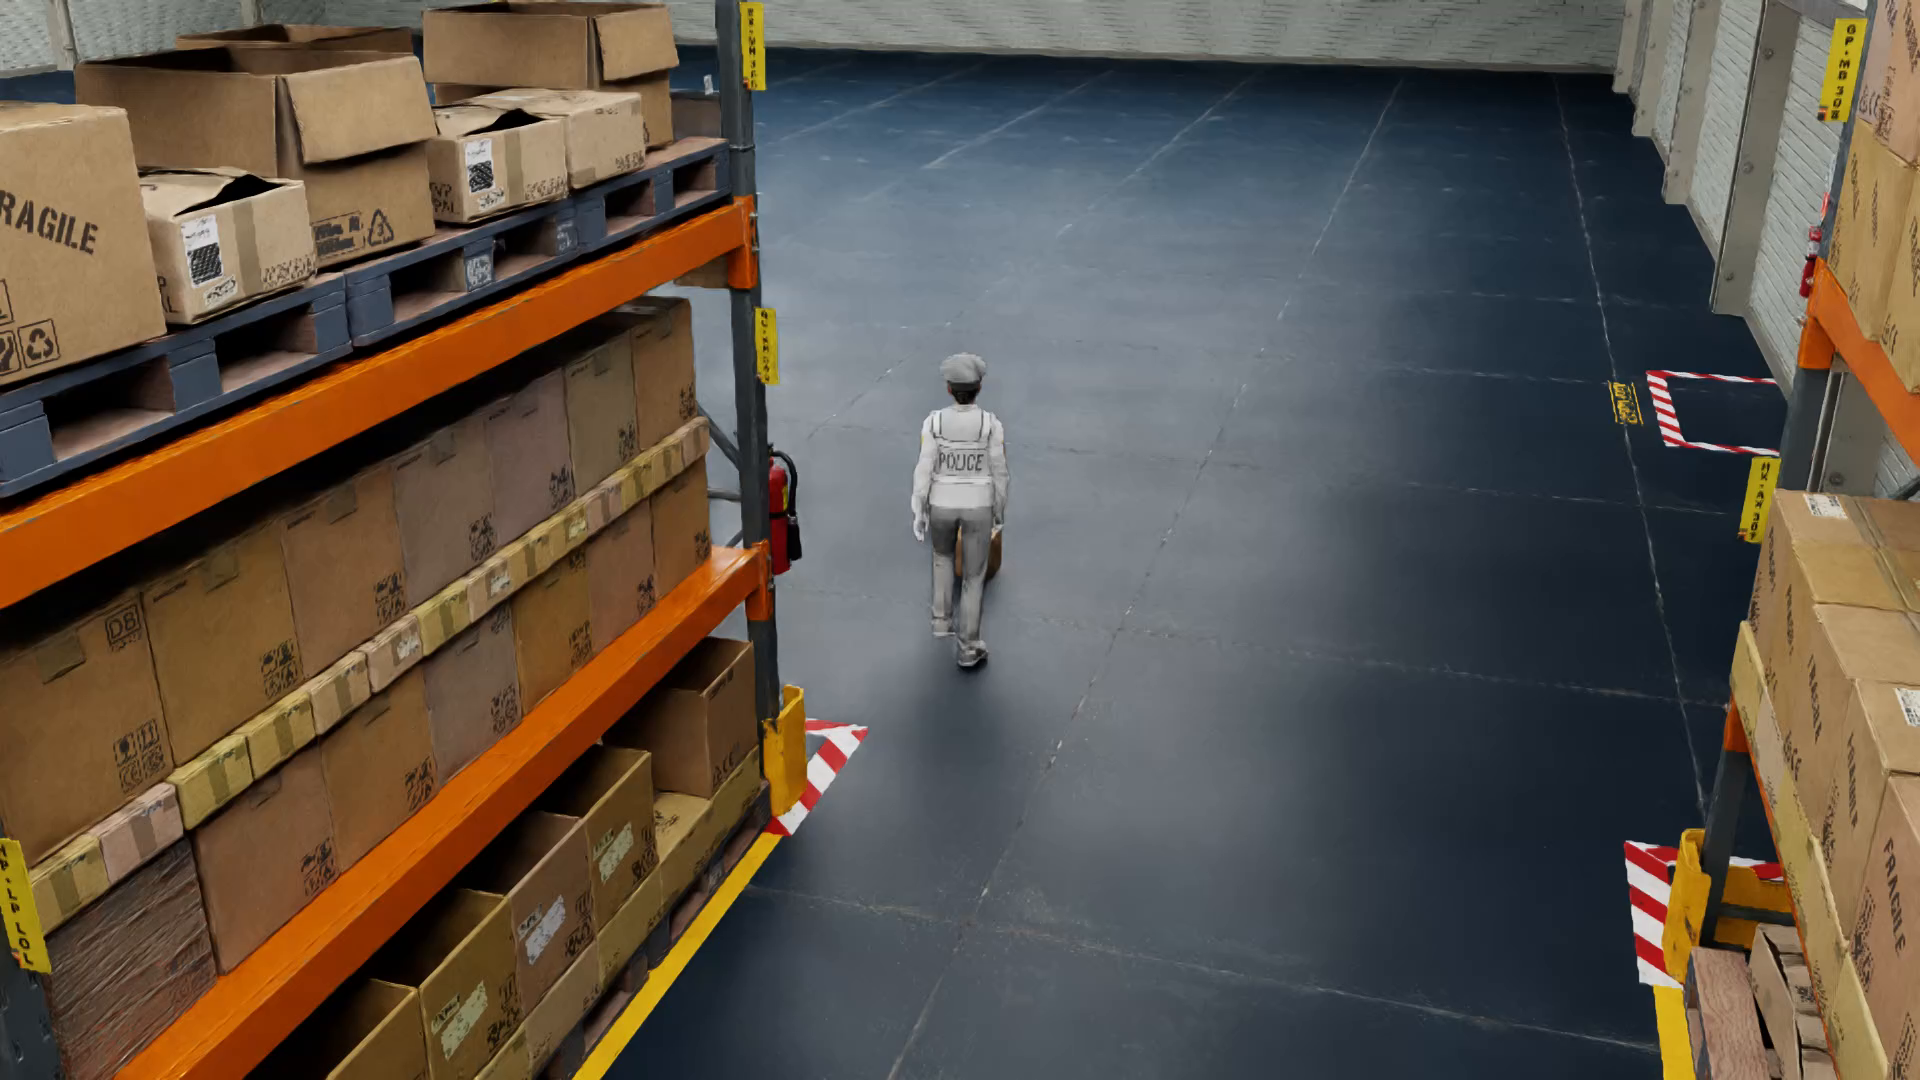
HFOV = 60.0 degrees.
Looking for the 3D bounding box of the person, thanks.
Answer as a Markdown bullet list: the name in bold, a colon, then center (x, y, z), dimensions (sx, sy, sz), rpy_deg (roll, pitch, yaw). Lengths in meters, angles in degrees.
- **person**: center (0.007, -0.168, 8.935), dimensions (0.509, 1.672, 0.495), rpy_deg (3, 22, 8)
